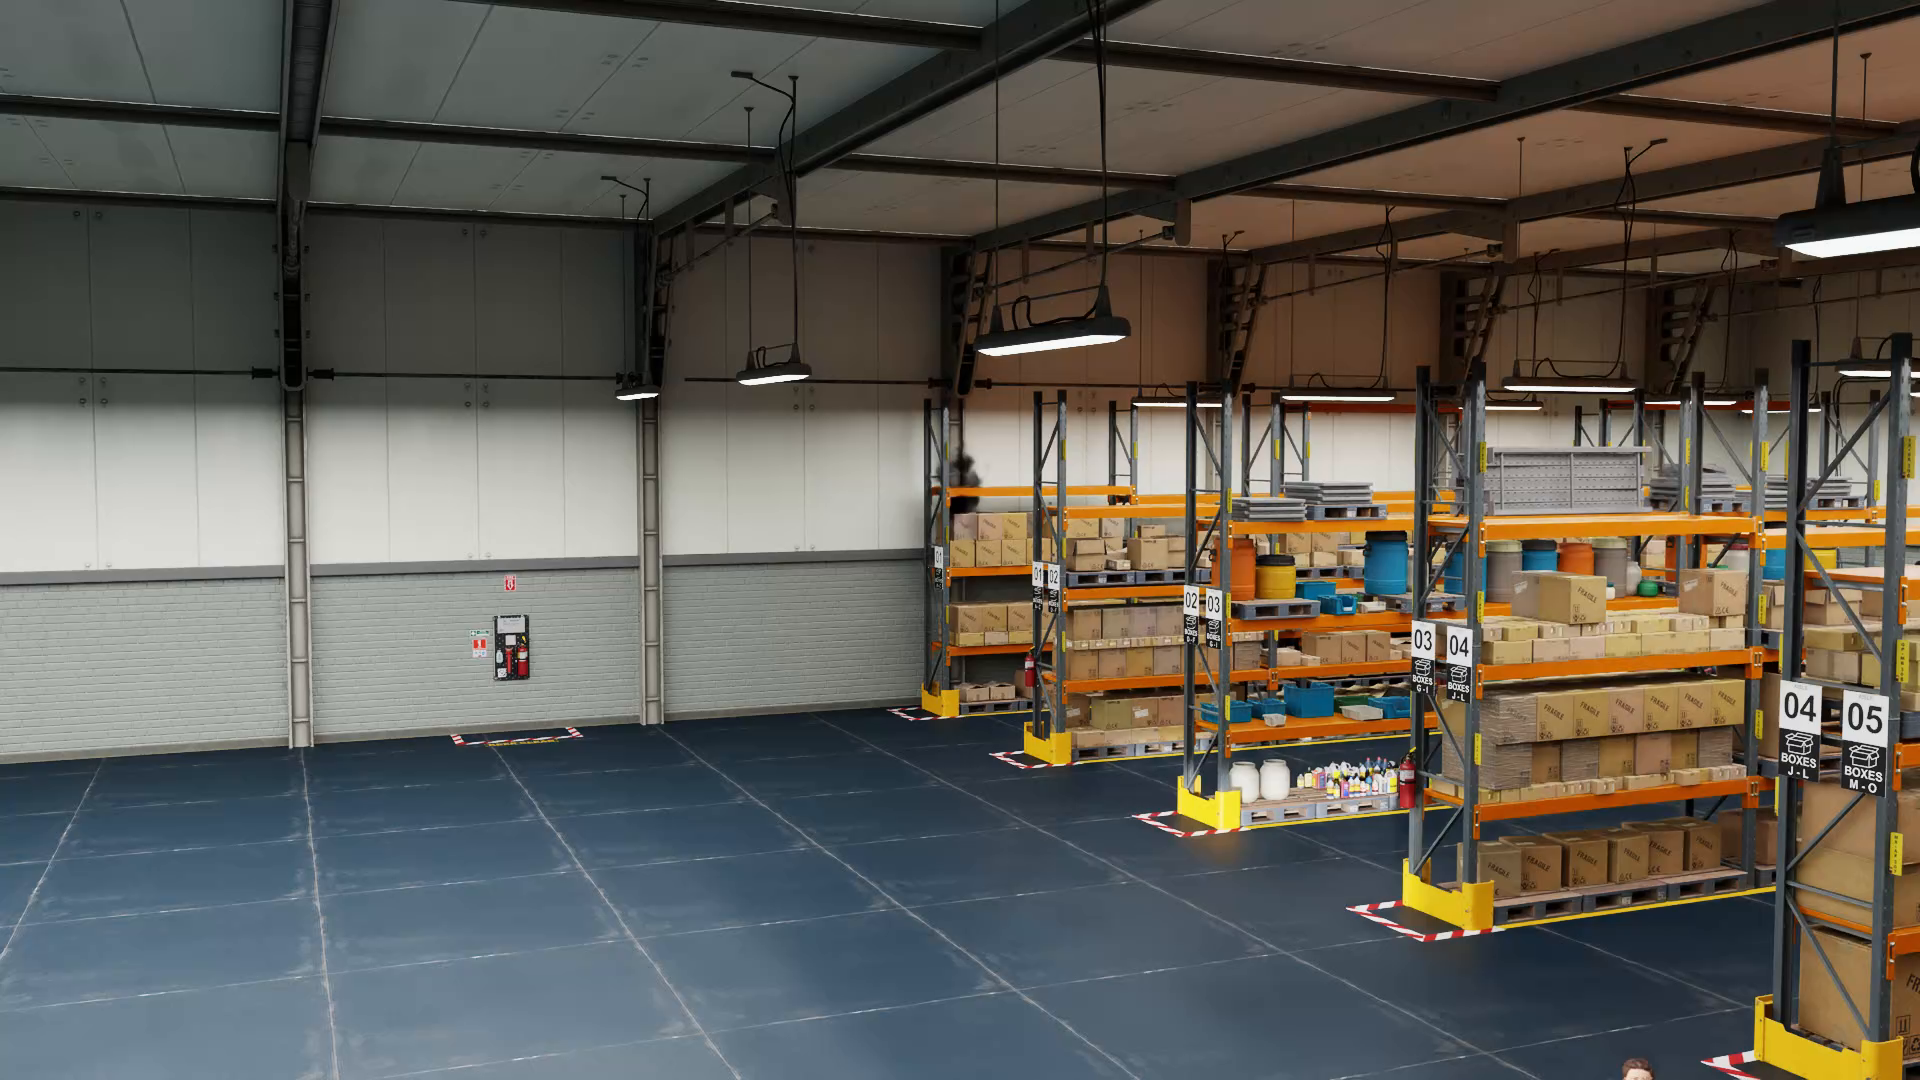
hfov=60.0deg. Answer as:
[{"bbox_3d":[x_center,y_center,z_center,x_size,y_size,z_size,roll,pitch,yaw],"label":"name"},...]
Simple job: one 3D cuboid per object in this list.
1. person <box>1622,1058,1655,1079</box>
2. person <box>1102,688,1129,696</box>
[{"bbox_3d":[3.909,3.788,9.567,0.621,1.629,0.553,1,4,23],"label":"person"},{"bbox_3d":[2.835,2.608,29.693,0.740,1.735,0.574,-2,4,-28],"label":"person"}]
